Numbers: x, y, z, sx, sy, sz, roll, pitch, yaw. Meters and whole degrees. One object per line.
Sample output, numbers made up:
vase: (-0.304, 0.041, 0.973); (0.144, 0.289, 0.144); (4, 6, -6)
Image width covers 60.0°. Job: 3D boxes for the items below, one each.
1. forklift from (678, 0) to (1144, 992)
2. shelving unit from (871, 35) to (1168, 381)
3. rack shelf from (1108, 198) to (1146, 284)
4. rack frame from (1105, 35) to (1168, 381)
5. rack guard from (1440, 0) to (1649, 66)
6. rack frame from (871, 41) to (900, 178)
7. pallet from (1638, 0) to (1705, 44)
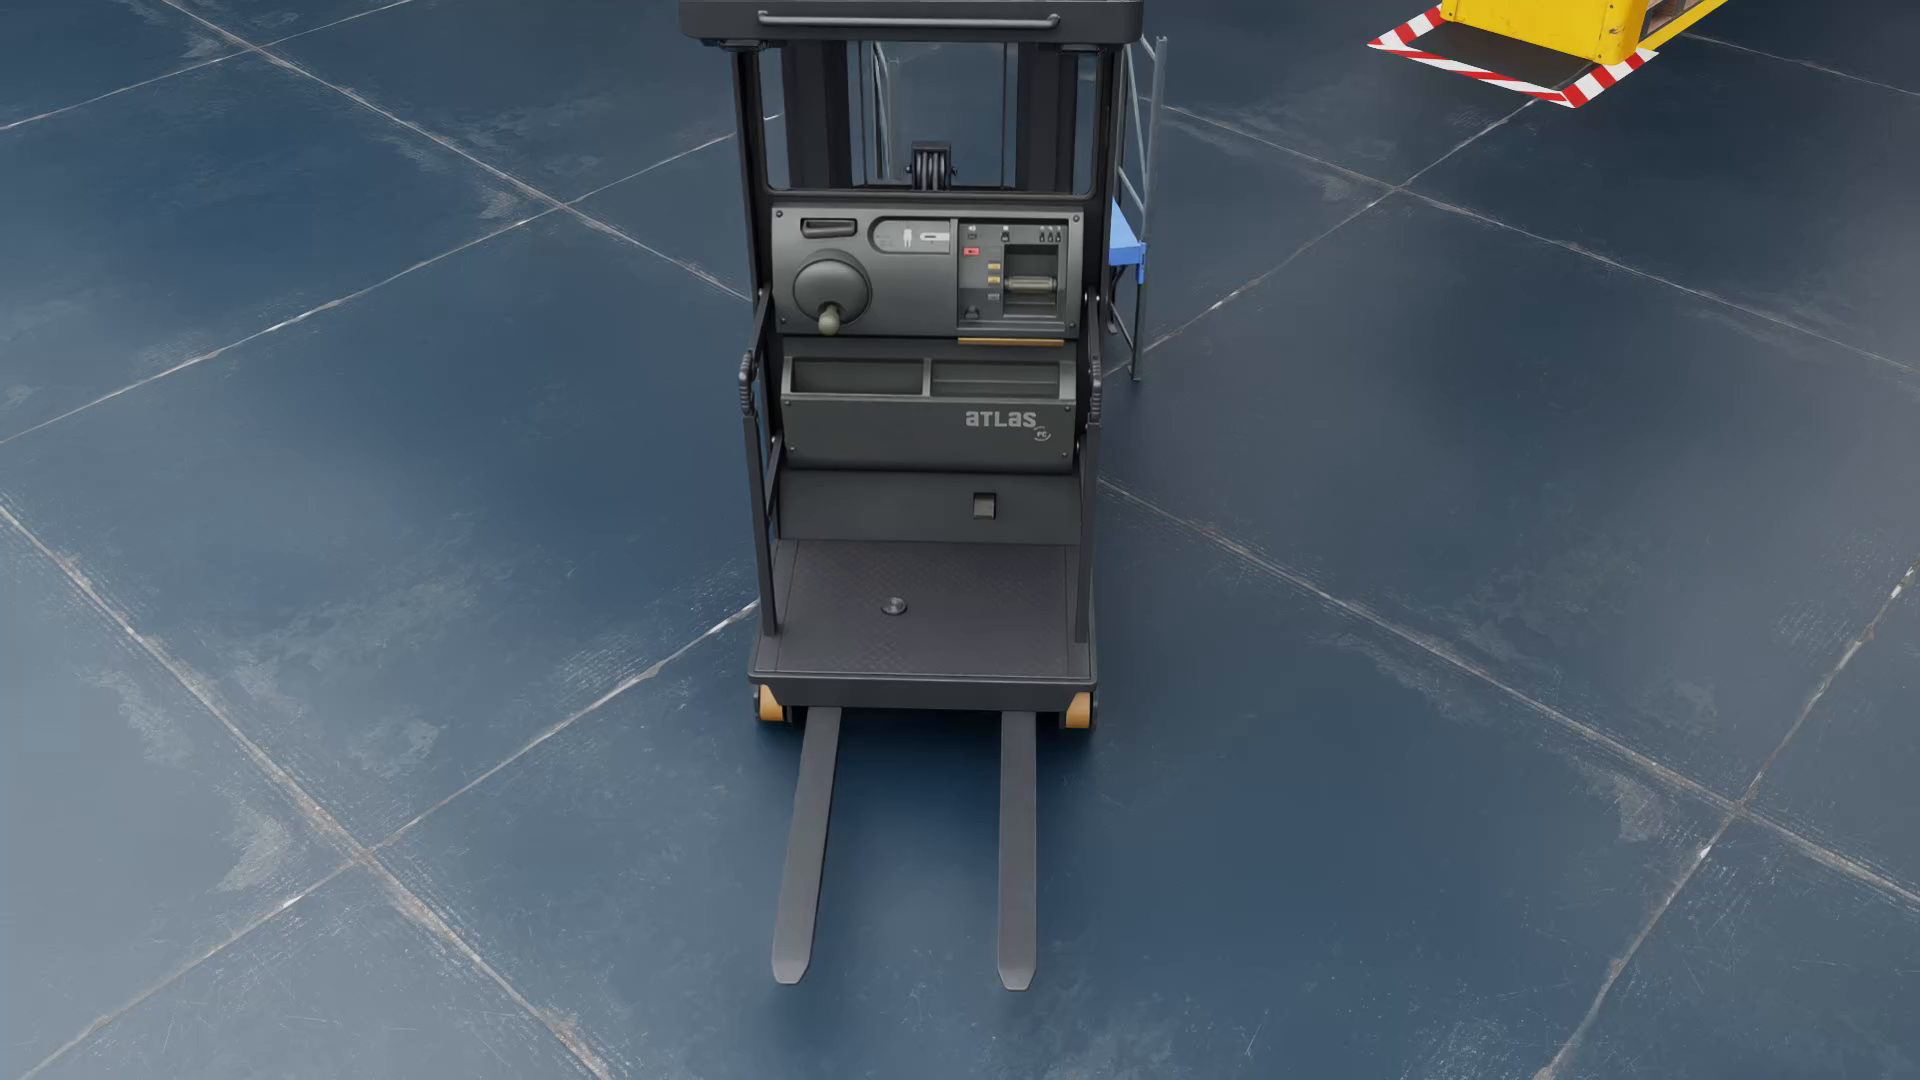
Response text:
forklift: (-0.103, -0.731, 4.815); (1.130, 2.935, 3.031); (1, 39, 2)
shelving unit: (0.212, -1.363, 6.760); (1.048, 1.500, 0.538); (-7, 39, -8)
rack shelf: (0.212, -1.223, 6.872); (1.000, 0.185, 0.538); (-7, 39, -8)
rack frame: (0.712, -1.420, 6.831); (0.032, 1.500, 0.500); (-7, 39, -8)
rack guard: (3.506, -3.284, 9.979); (1.175, 0.500, 0.348); (30, 47, 32)
rack frame: (-0.288, -1.306, 6.688); (0.032, 1.500, 0.500); (-7, 39, -8)
pallet: (4.081, -3.530, 10.519); (1.003, 0.211, 1.213); (30, 47, 32)
